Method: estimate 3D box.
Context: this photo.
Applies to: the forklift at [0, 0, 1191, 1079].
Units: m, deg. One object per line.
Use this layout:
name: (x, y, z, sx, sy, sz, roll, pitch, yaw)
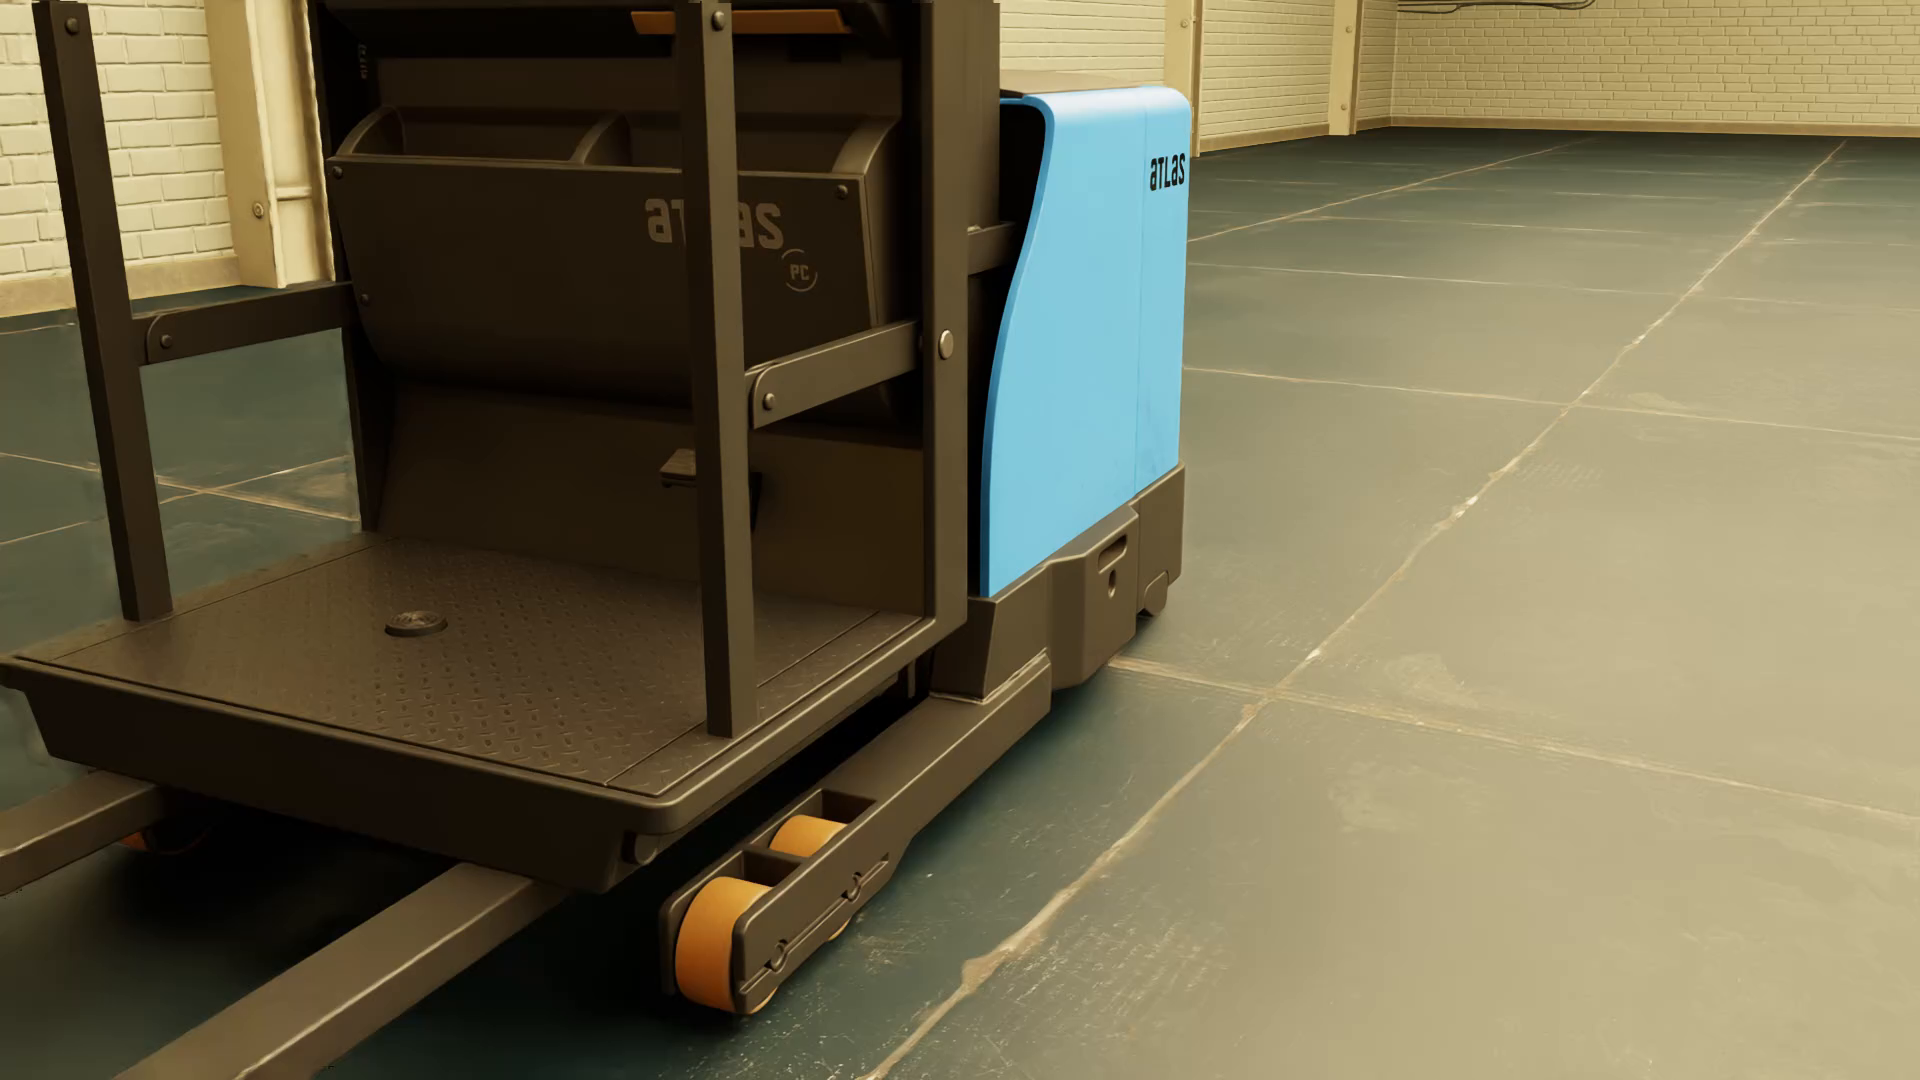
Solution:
forklift: (-0.609, -0.960, 2.111, 1.130, 2.935, 3.031, 8, 18, 24)
